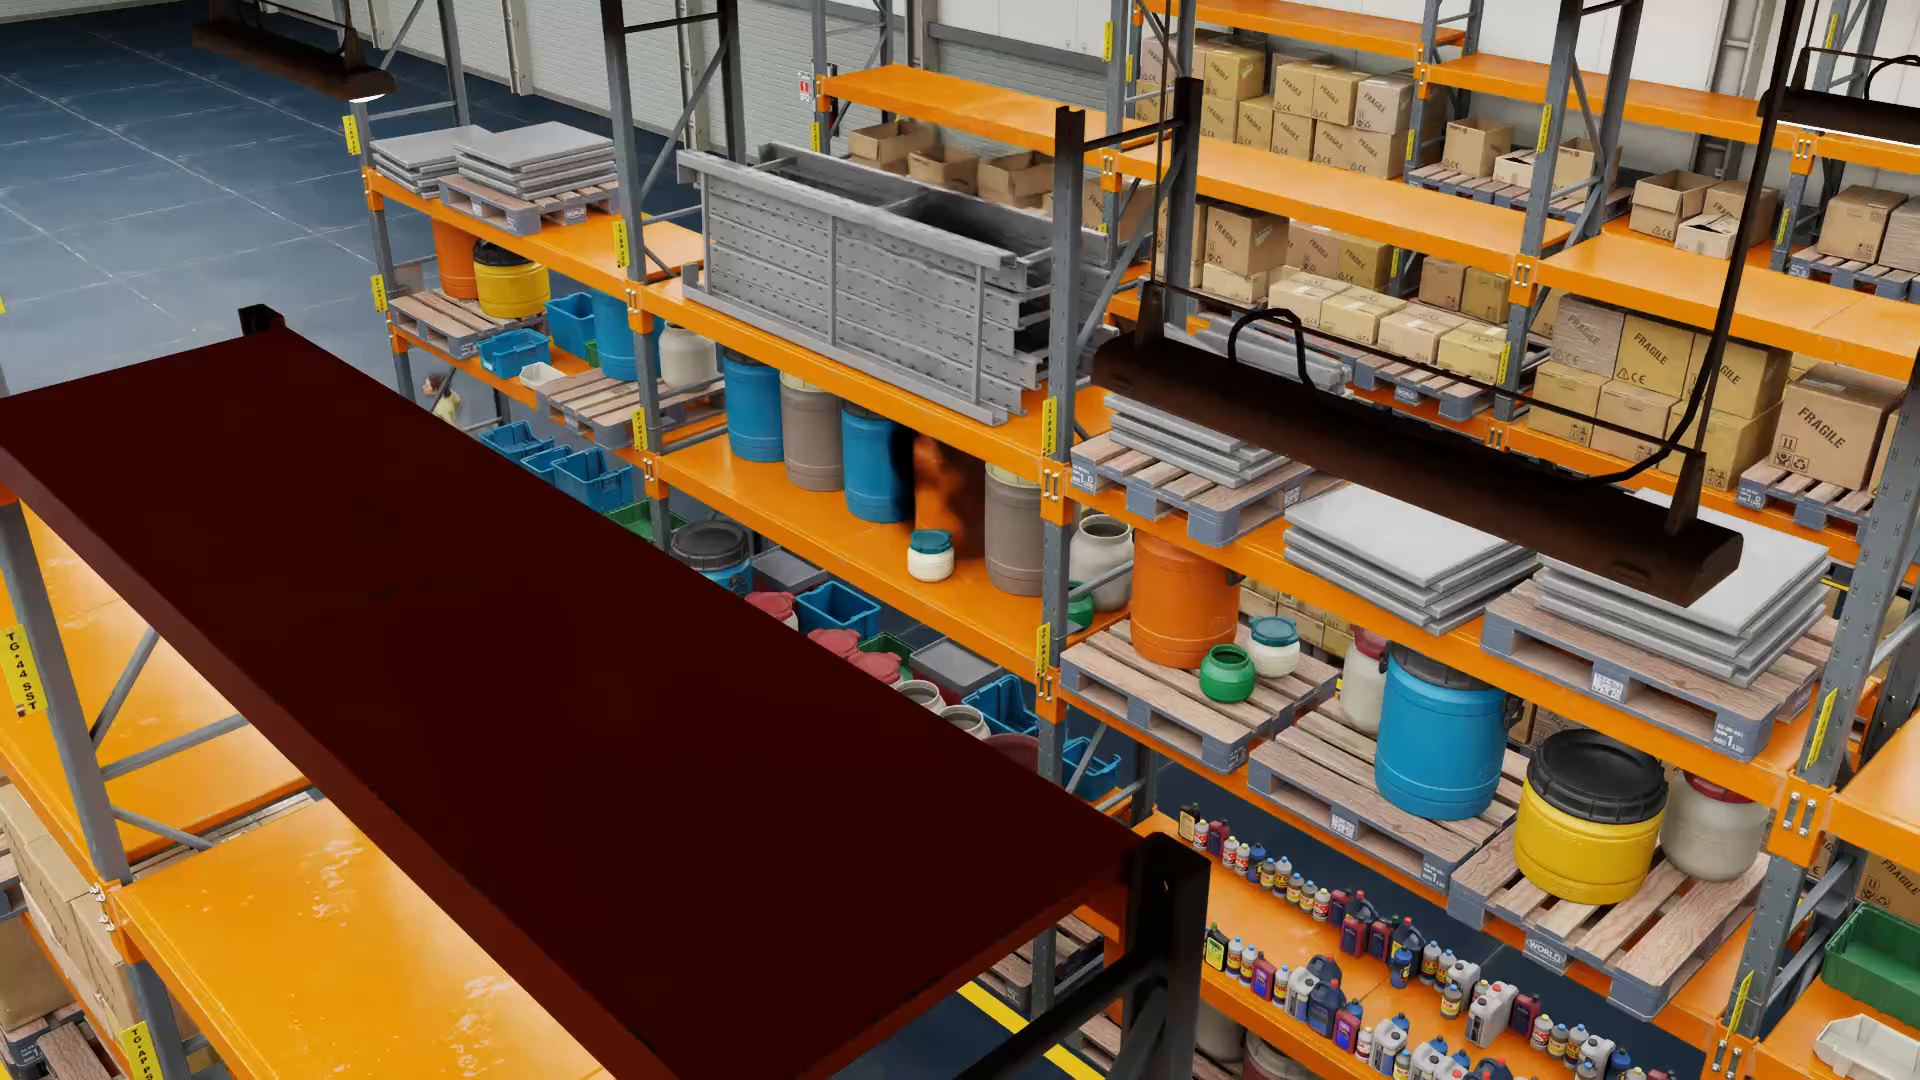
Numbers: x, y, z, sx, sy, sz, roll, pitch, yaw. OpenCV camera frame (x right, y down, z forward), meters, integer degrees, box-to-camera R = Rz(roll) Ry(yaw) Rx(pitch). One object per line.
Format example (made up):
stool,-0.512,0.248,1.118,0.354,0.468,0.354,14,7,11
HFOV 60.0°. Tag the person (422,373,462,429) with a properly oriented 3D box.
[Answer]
person,-5.187,-1.022,17.093,0.563,1.579,0.652,-5,29,-9
